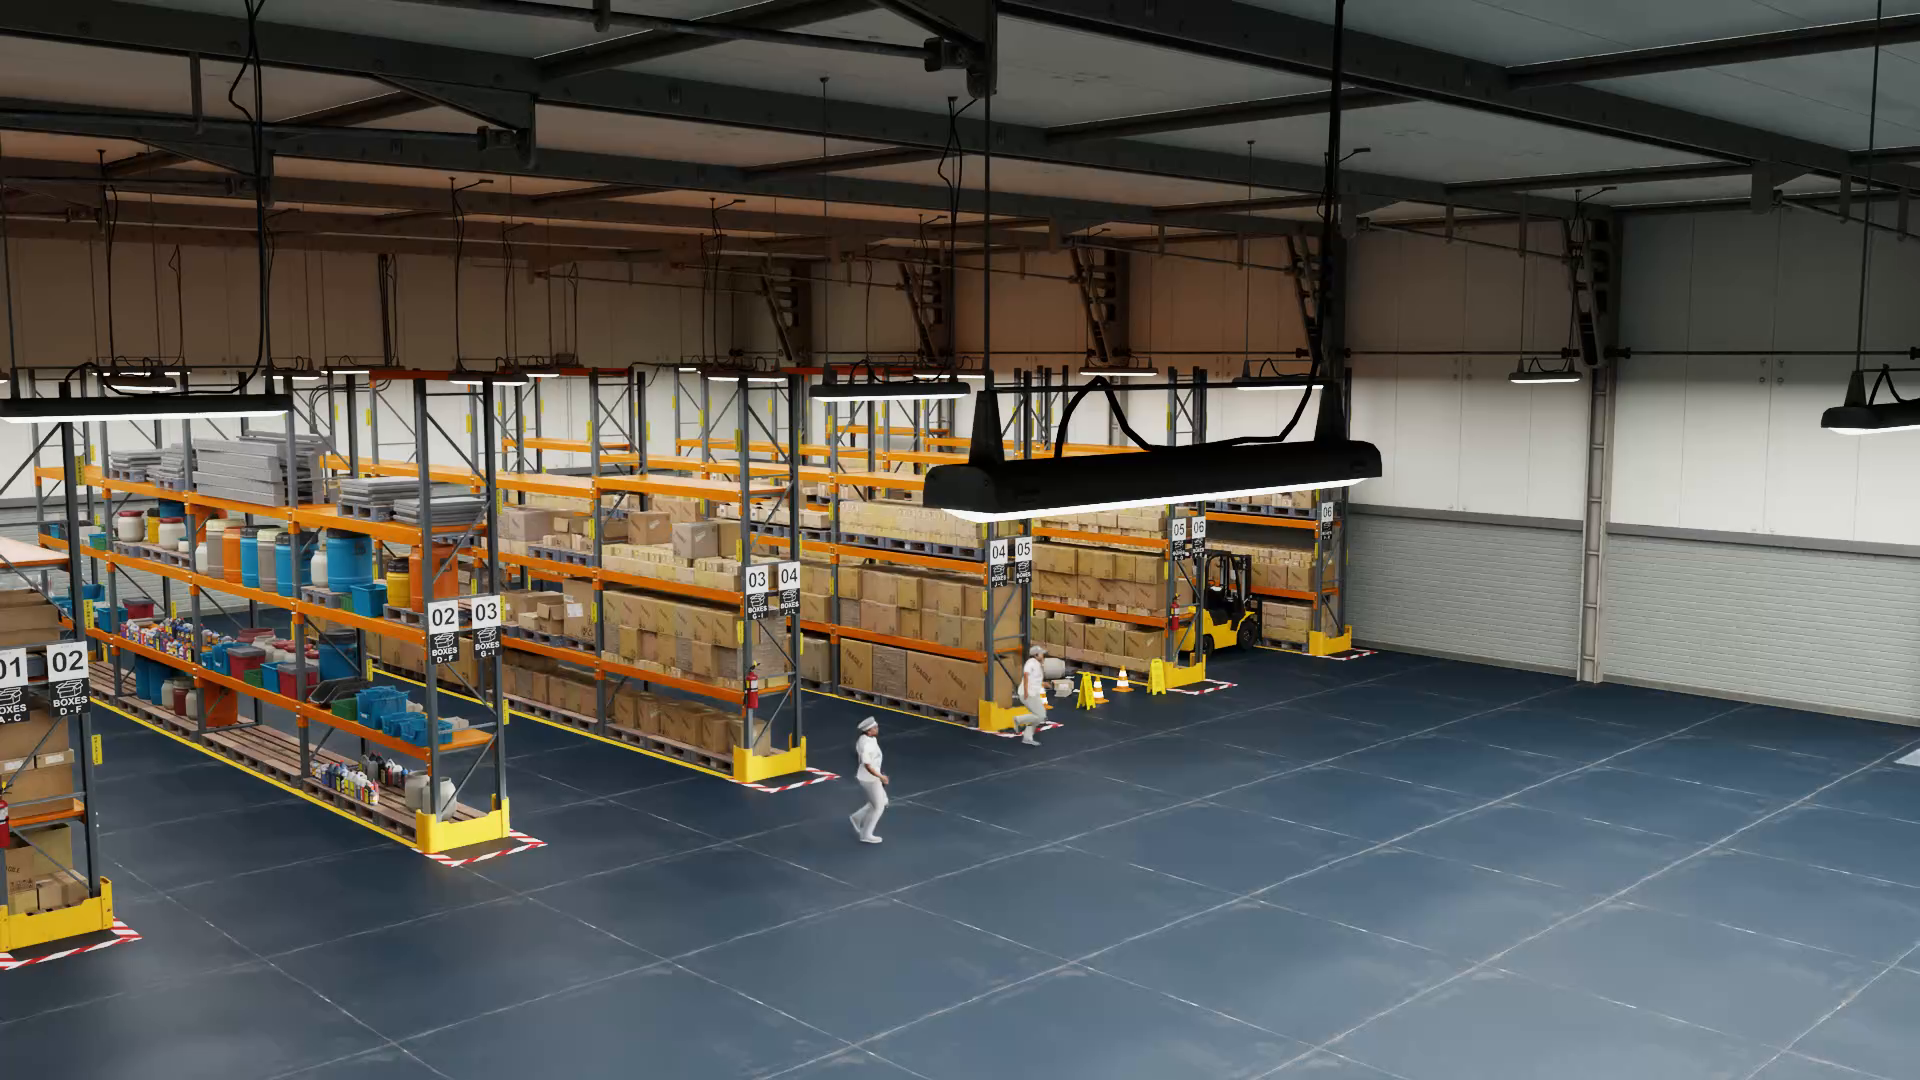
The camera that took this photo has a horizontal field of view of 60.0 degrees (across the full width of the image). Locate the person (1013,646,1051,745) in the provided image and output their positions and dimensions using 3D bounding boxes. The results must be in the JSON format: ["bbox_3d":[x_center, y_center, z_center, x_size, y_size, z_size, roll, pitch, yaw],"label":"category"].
[{"bbox_3d":[1.166,2.520,26.885,0.638,1.622,0.645,0,6,-2],"label":"person"}]

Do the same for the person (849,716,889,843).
[{"bbox_3d":[-1.176,3.093,21.503,0.515,1.669,0.553,-1,7,-12],"label":"person"}]

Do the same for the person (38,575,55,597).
[{"bbox_3d":[-18.852,1.592,34.191,0.980,1.784,0.693,-5,8,-36],"label":"person"}]
